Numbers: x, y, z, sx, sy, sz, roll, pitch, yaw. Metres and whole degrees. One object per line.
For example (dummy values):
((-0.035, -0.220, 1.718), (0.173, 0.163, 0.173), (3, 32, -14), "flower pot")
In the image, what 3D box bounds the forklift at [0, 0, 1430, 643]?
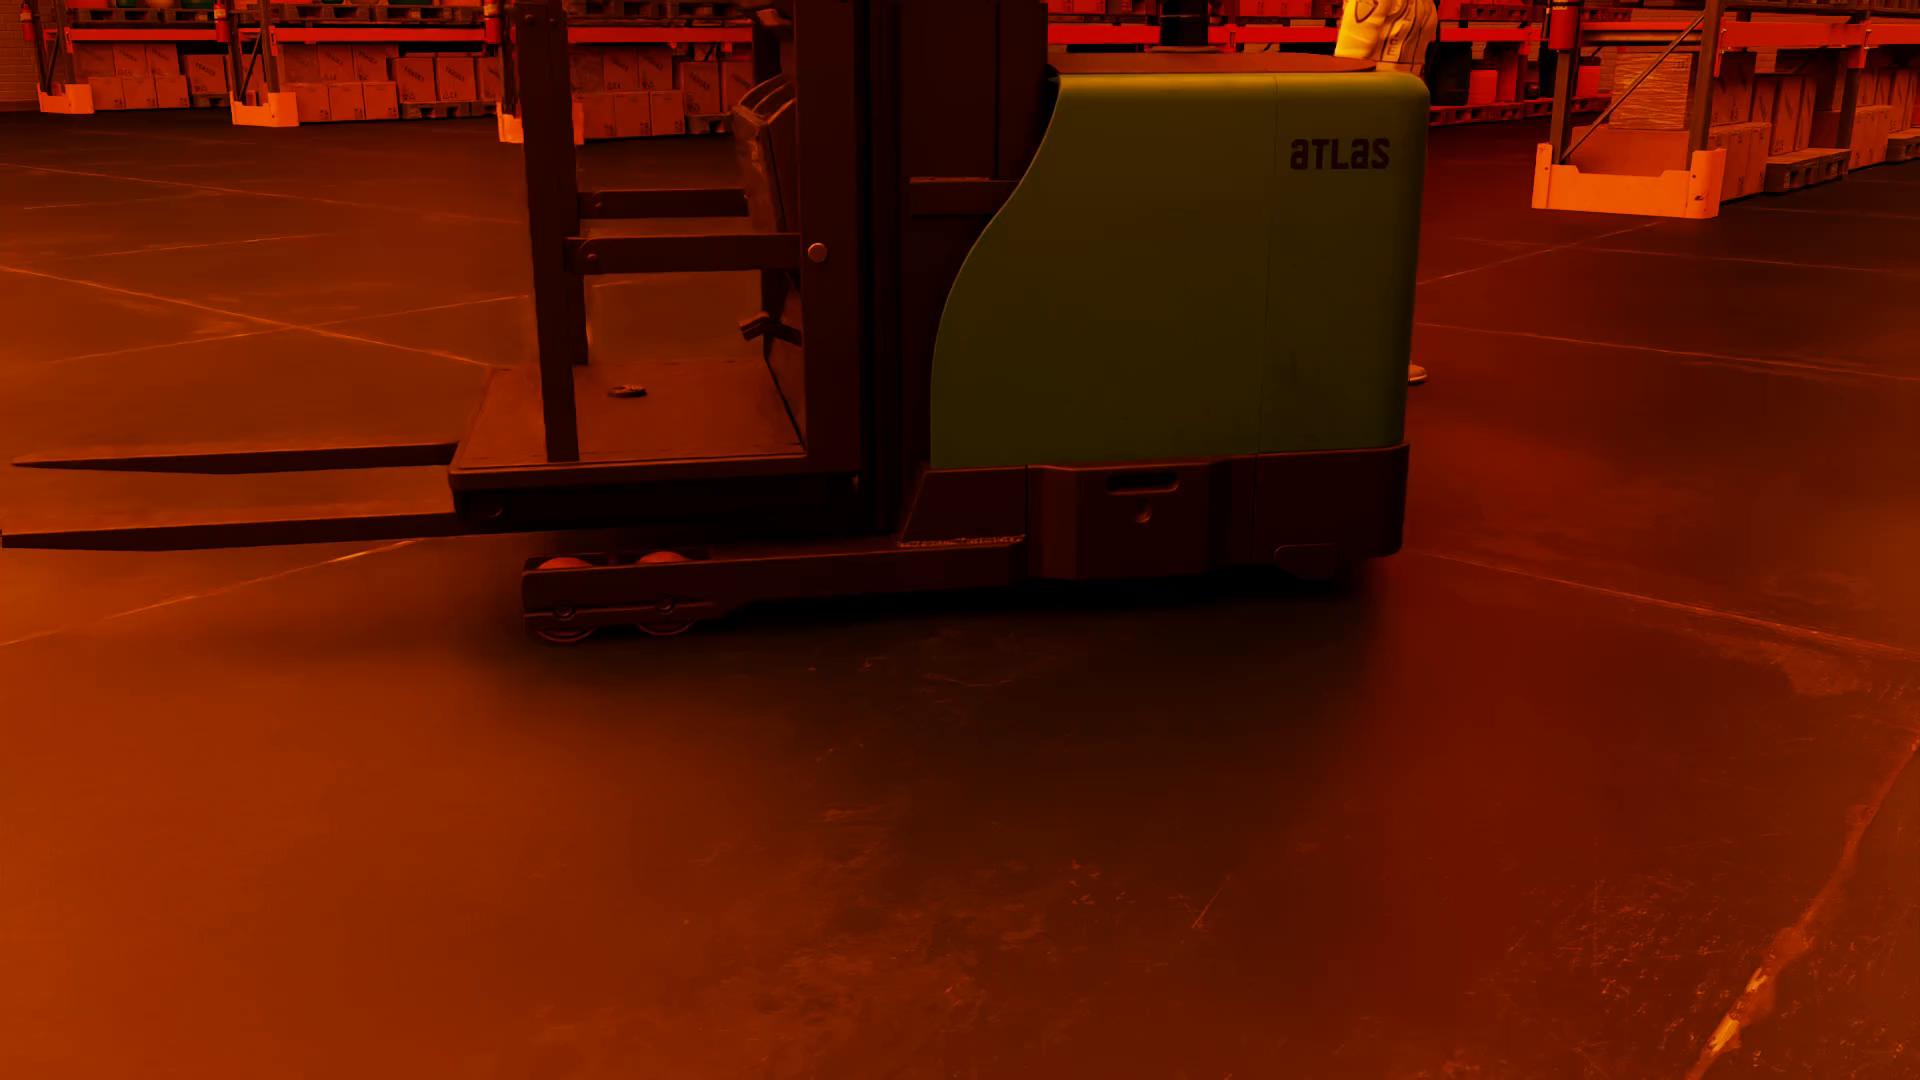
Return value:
((-0.599, -1.367, 3.398), (3.031, 2.935, 1.130), (-3, 17, -10), "forklift")

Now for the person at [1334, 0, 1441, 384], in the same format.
((1.397, -1.329, 5.461), (0.374, 1.662, 0.551), (11, 20, 33), "person")
